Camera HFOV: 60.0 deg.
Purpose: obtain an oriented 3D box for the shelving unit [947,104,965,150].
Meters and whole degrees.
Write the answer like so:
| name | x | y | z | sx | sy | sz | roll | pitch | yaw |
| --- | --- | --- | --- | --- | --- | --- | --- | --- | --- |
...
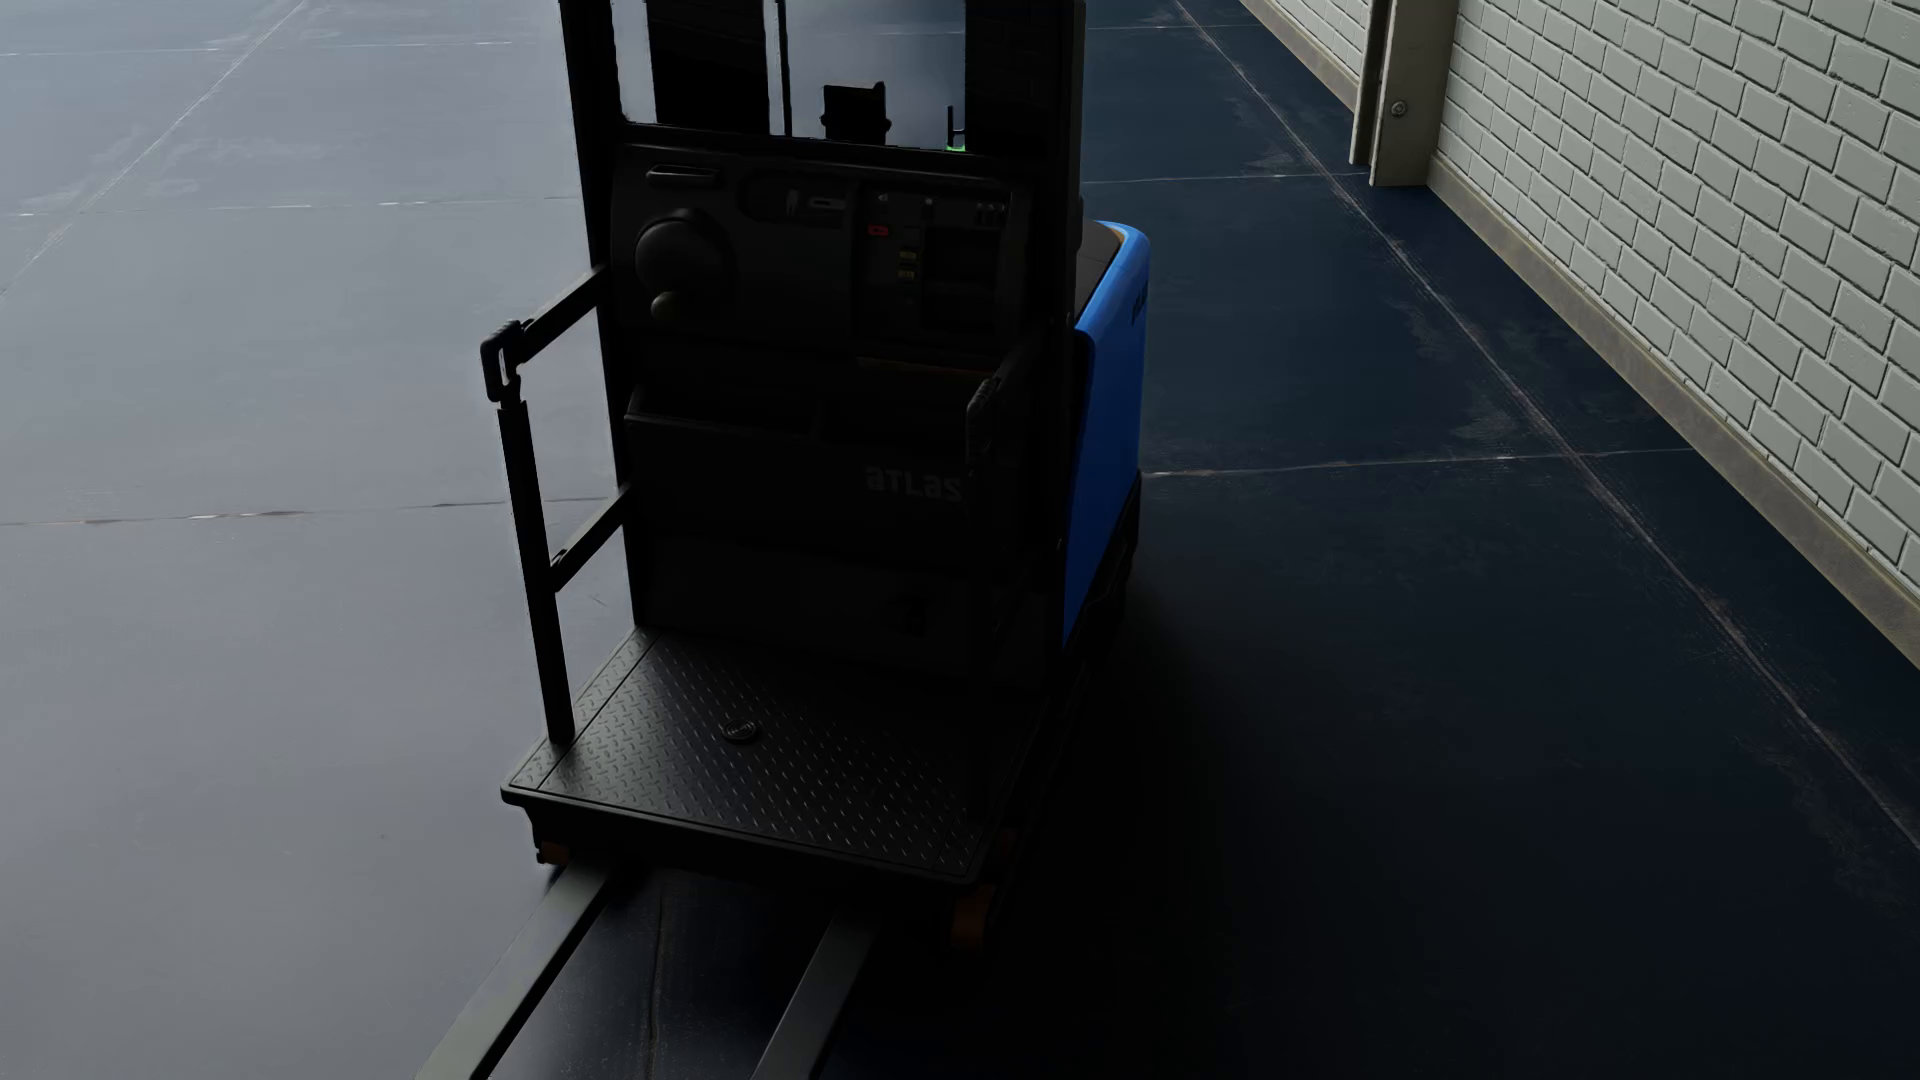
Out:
| name | x | y | z | sx | sy | sz | roll | pitch | yaw |
| --- | --- | --- | --- | --- | --- | --- | --- | --- | --- |
| shelving unit | 0.080 | -0.713 | 5.274 | 0.258 | 1.200 | 0.503 | 0 | 31 | 1 |

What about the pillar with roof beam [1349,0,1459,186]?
| name | x | y | z | sx | sy | sz | roll | pitch | yaw |
| --- | --- | --- | --- | --- | --- | --- | --- | --- | --- |
| pillar with roof beam | -2.130 | -5.499 | 5.681 | 9.100 | 9.000 | 0.400 | -3 | 31 | -5 |

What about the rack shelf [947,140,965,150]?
| name | x | y | z | sx | sy | sz | roll | pitch | yaw |
| --- | --- | --- | --- | --- | --- | --- | --- | --- | --- |
| rack shelf | 0.080 | -1.071 | 5.061 | 0.258 | 0.148 | 0.480 | 0 | 31 | 1 |

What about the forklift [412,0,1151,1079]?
| name | x | y | z | sx | sy | sz | roll | pitch | yaw |
| --- | --- | --- | --- | --- | --- | --- | --- | --- | --- |
| forklift | -0.361 | -0.562 | 3.332 | 1.130 | 2.935 | 3.031 | 9 | 32 | 14 |

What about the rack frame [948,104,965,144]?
| name | x | y | z | sx | sy | sz | roll | pitch | yaw |
| --- | --- | --- | --- | --- | --- | --- | --- | --- | --- |
| rack frame | 0.083 | -0.838 | 5.484 | 0.240 | 1.200 | 0.015 | 0 | 31 | 1 |
